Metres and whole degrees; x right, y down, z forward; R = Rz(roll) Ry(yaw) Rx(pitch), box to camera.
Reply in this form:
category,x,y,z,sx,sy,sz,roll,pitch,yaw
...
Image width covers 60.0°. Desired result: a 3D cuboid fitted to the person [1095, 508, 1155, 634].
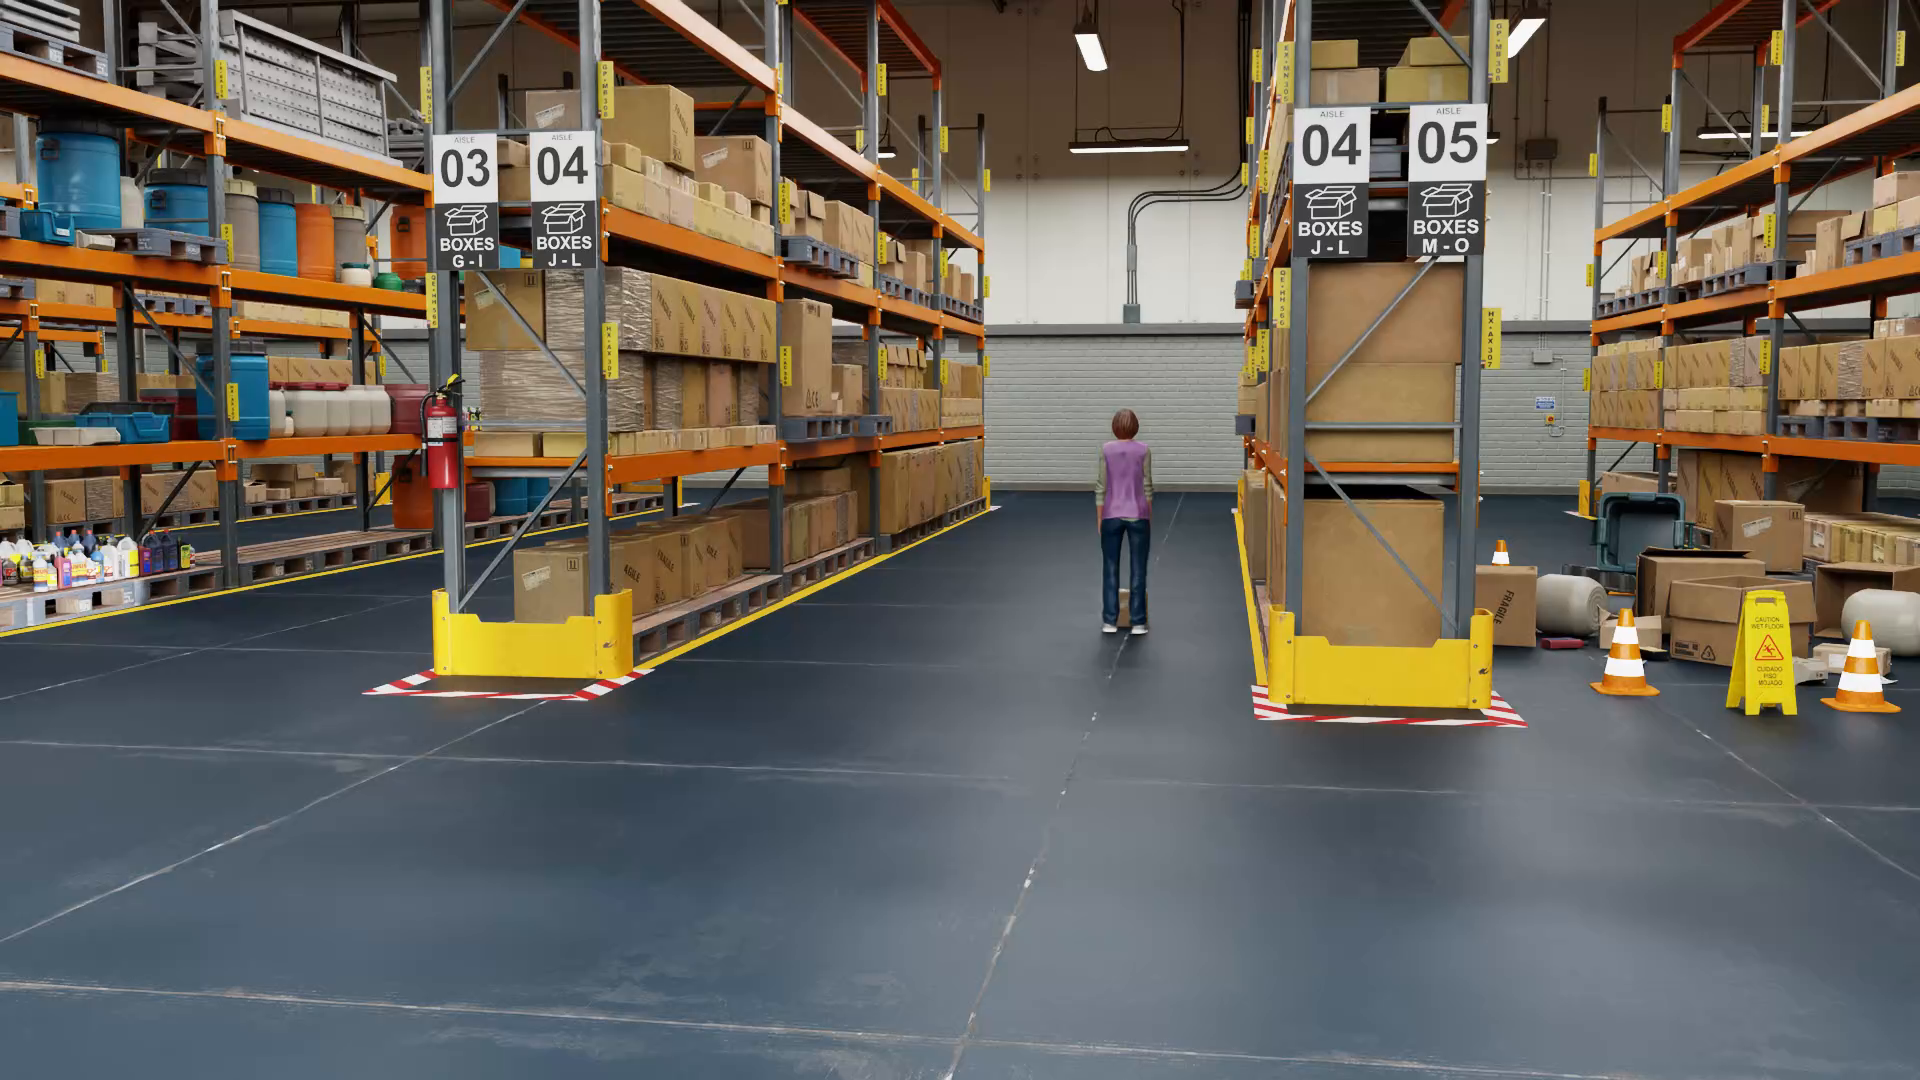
category,x,y,z,sx,sy,sz,roll,pitch,yaw
person,1.173,0.227,11.877,0.443,0.861,0.799,1,5,8
